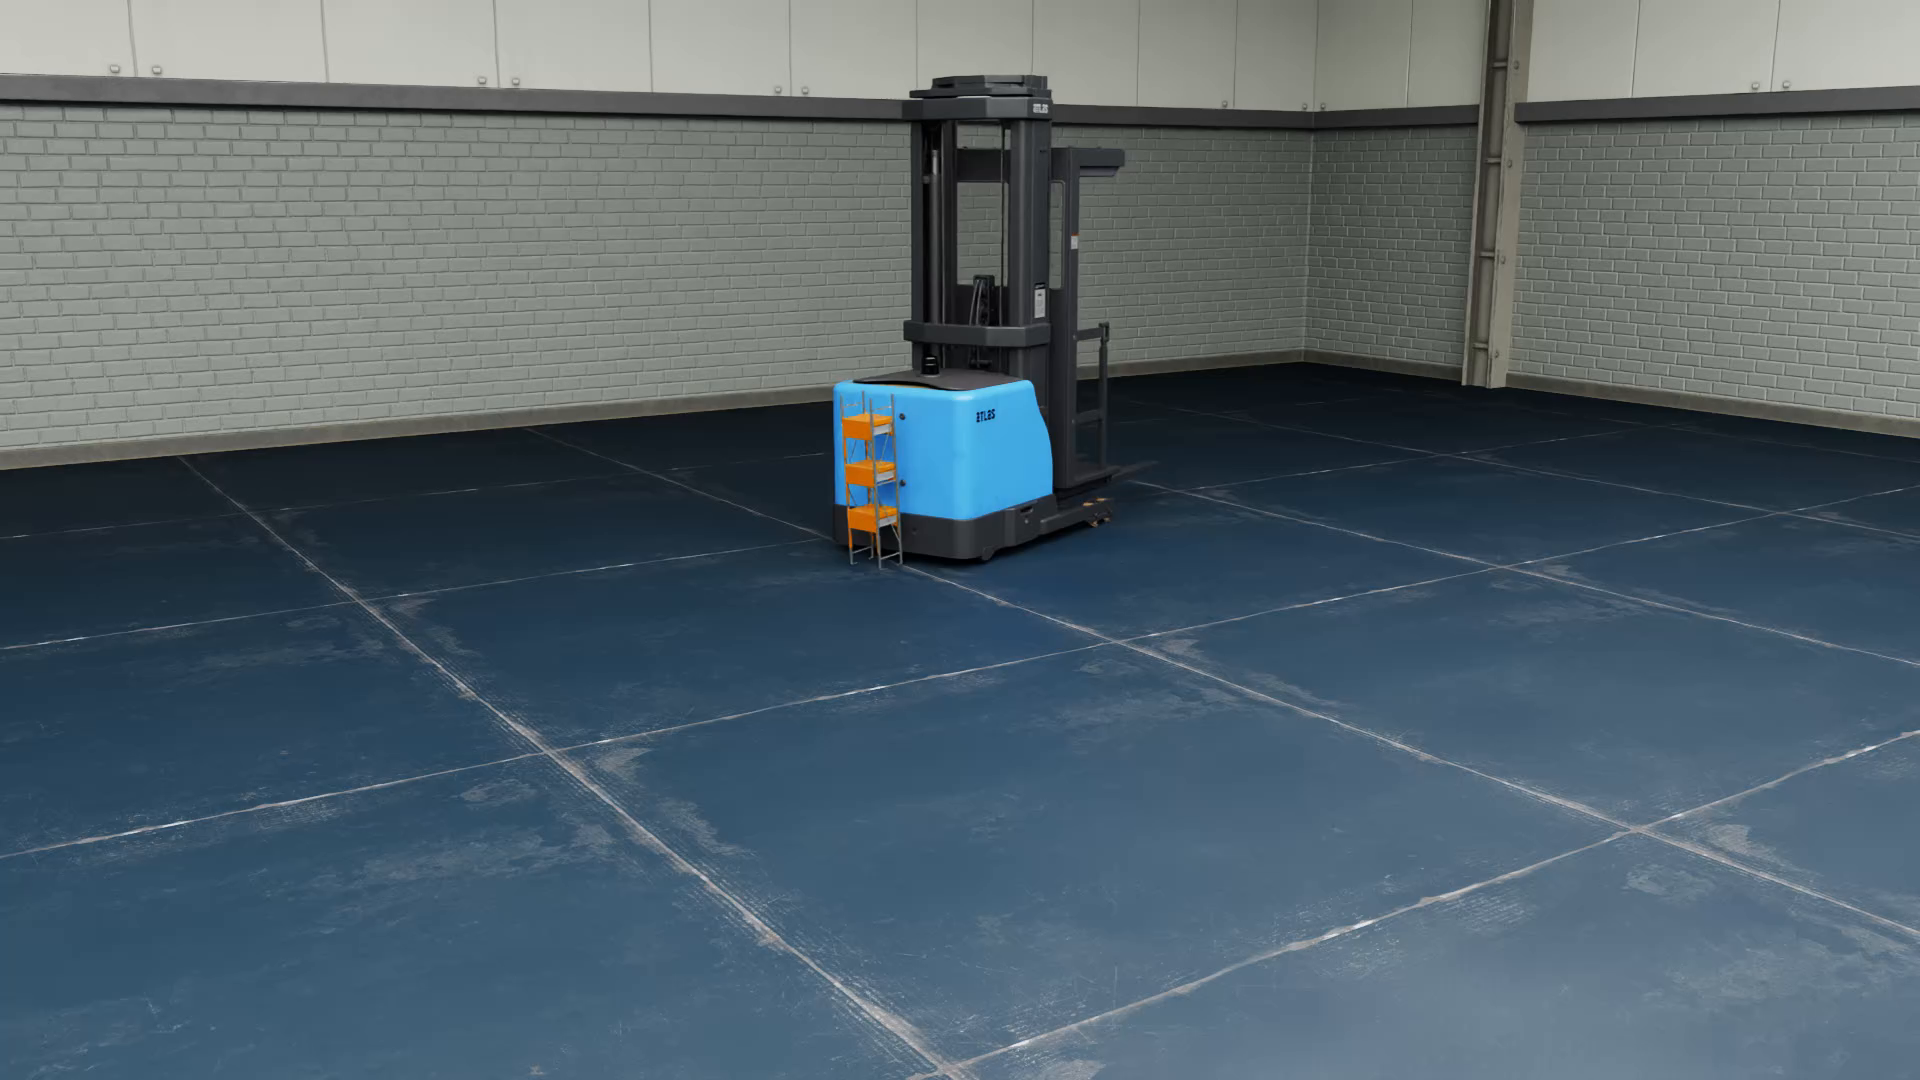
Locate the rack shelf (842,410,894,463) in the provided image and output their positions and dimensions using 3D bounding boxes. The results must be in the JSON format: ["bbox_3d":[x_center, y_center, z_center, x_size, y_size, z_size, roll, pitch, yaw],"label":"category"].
[{"bbox_3d":[-0.543,-0.622,9.942,0.240,0.259,0.215,11,20,40],"label":"rack shelf"}]

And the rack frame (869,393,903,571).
[{"bbox_3d":[-0.440,-0.341,9.933,0.008,1.050,0.200,11,20,40],"label":"rack frame"}]

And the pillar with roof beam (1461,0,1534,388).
[{"bbox_3d":[2.364,-5.639,15.582,9.100,9.000,0.400,-8,15,-33],"label":"pillar with roof beam"}]

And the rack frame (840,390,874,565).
[{"bbox_3d":[-0.623,-0.375,10.092,0.008,1.050,0.200,11,20,40],"label":"rack frame"}]

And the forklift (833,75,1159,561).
[{"bbox_3d":[0.409,-1.570,11.180,1.130,2.935,3.031,8,15,31],"label":"forklift"}]

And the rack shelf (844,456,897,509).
[{"bbox_3d":[-0.531,-0.348,10.015,0.240,0.259,0.215,11,20,40],"label":"rack shelf"}]

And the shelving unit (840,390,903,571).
[{"bbox_3d":[-0.532,-0.358,10.012,0.252,1.050,0.215,11,20,40],"label":"shelving unit"}]

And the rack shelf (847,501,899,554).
[{"bbox_3d":[-0.519,-0.080,10.087,0.240,0.259,0.215,11,20,40],"label":"rack shelf"}]
